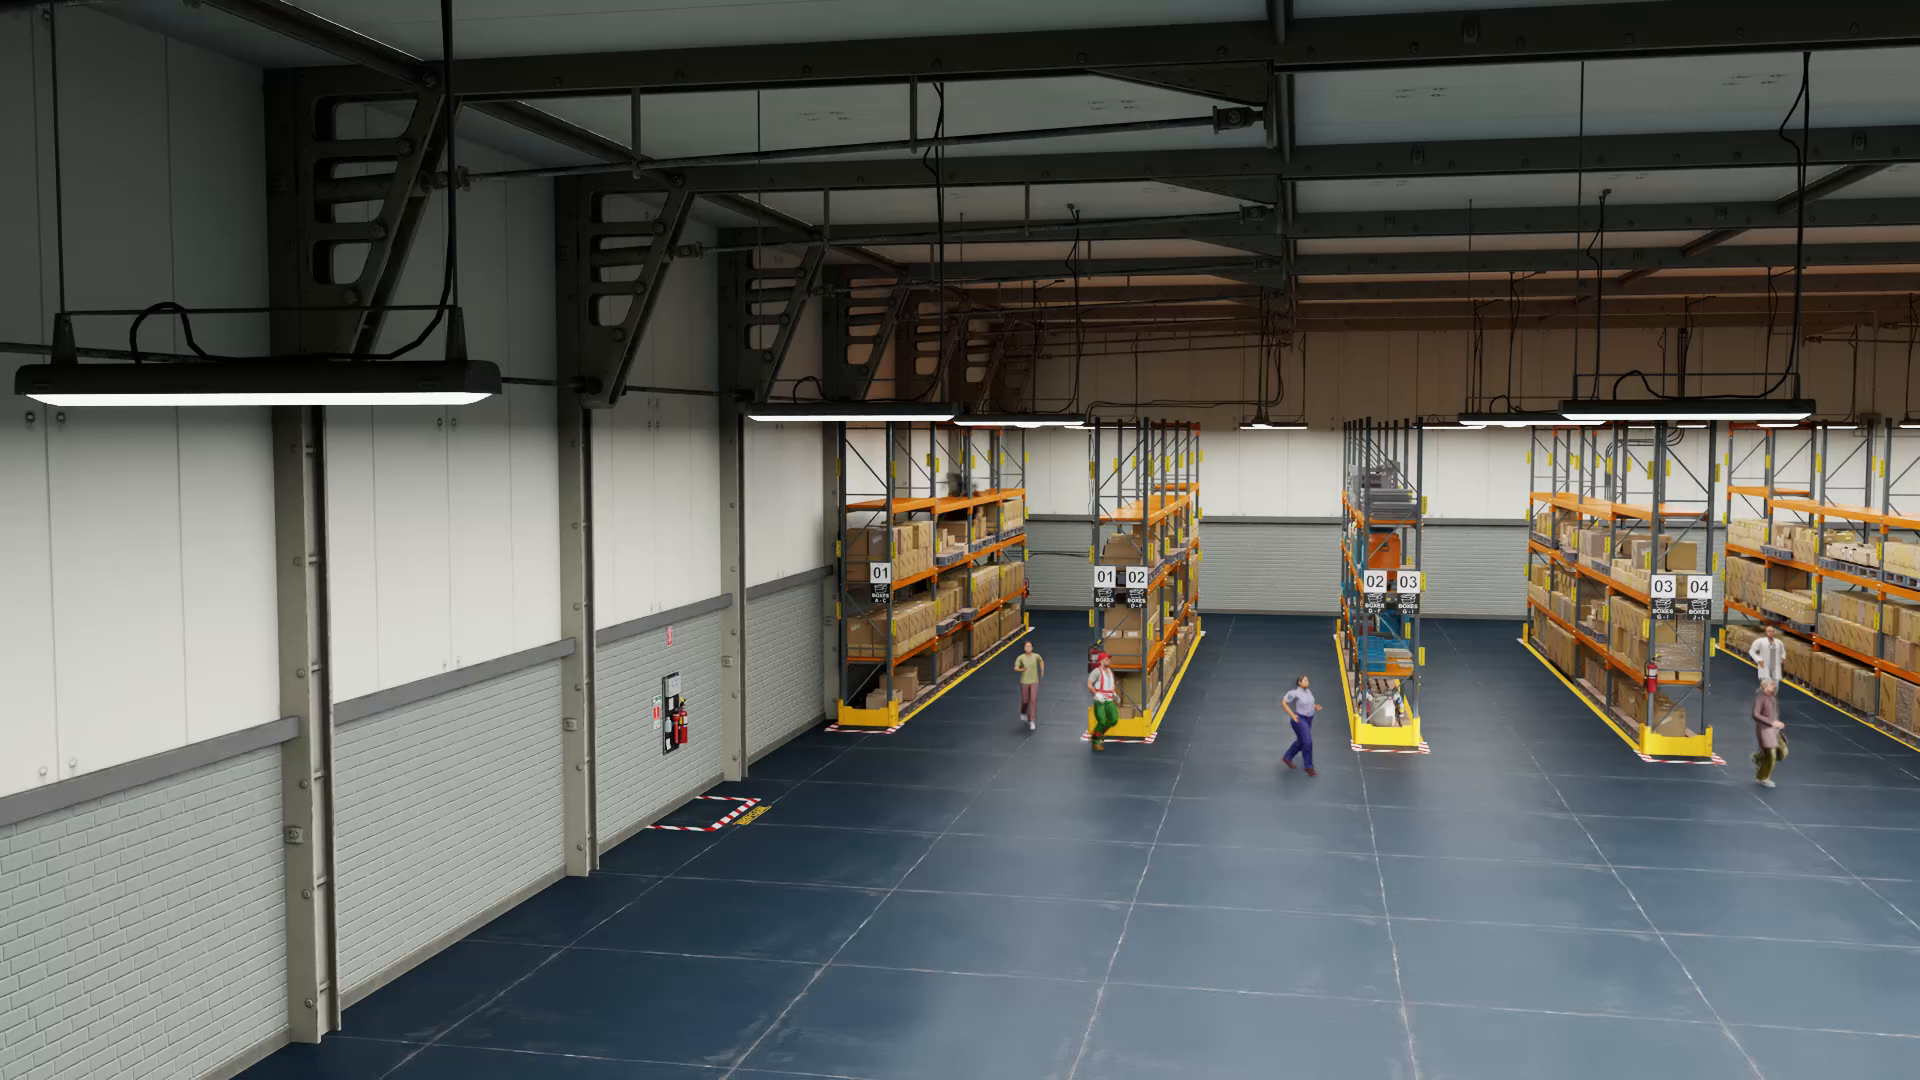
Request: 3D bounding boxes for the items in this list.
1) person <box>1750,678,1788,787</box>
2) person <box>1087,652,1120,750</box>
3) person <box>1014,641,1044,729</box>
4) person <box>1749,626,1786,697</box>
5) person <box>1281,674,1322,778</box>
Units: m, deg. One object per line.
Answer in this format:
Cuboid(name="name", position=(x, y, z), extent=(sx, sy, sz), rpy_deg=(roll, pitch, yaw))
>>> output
Cuboid(name="person", position=(13.087, 3.109, 26.932), extent=(0.755, 1.743, 0.648), rpy_deg=(-3, 5, -37))
Cuboid(name="person", position=(2.634, 2.911, 30.036), extent=(0.691, 1.736, 0.520), rpy_deg=(-3, 5, -37))
Cuboid(name="person", position=(1.343, 2.785, 32.320), extent=(0.581, 1.633, 1.028), rpy_deg=(0, 4, 1))
Cuboid(name="person", position=(16.634, 2.640, 34.132), extent=(0.708, 1.726, 0.566), rpy_deg=(0, 4, 5))
Cuboid(name="person", position=(5.721, 3.099, 27.843), extent=(0.766, 1.677, 0.593), rpy_deg=(3, 5, 40))
